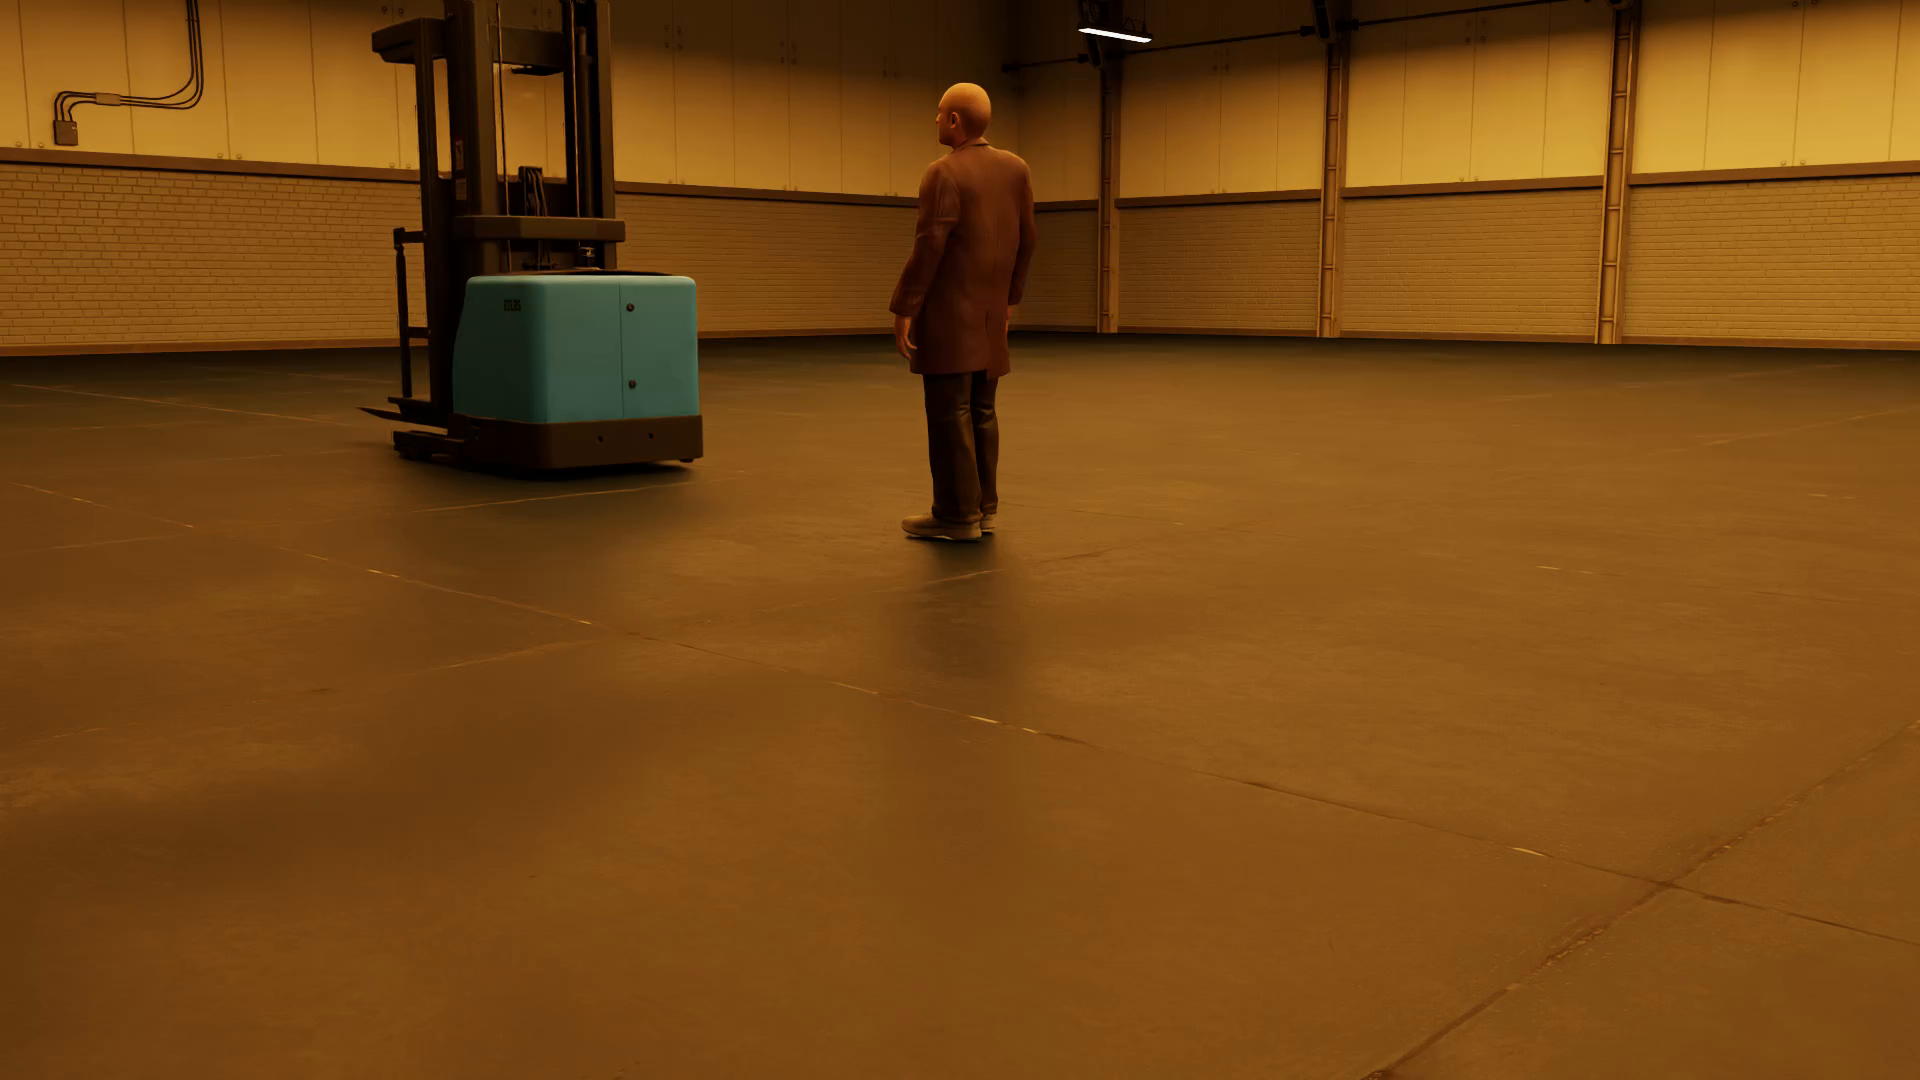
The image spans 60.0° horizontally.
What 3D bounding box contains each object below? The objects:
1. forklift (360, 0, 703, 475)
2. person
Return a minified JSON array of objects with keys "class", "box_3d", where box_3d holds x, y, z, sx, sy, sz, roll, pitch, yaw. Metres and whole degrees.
[{"class":"forklift","box_3d":[-2.764,-1.964,9.919,1.130,2.935,3.031,-7,11,-39]},{"class":"person","box_3d":[-0.062,-0.896,6.650,0.582,1.775,0.696,8,12,43]}]
